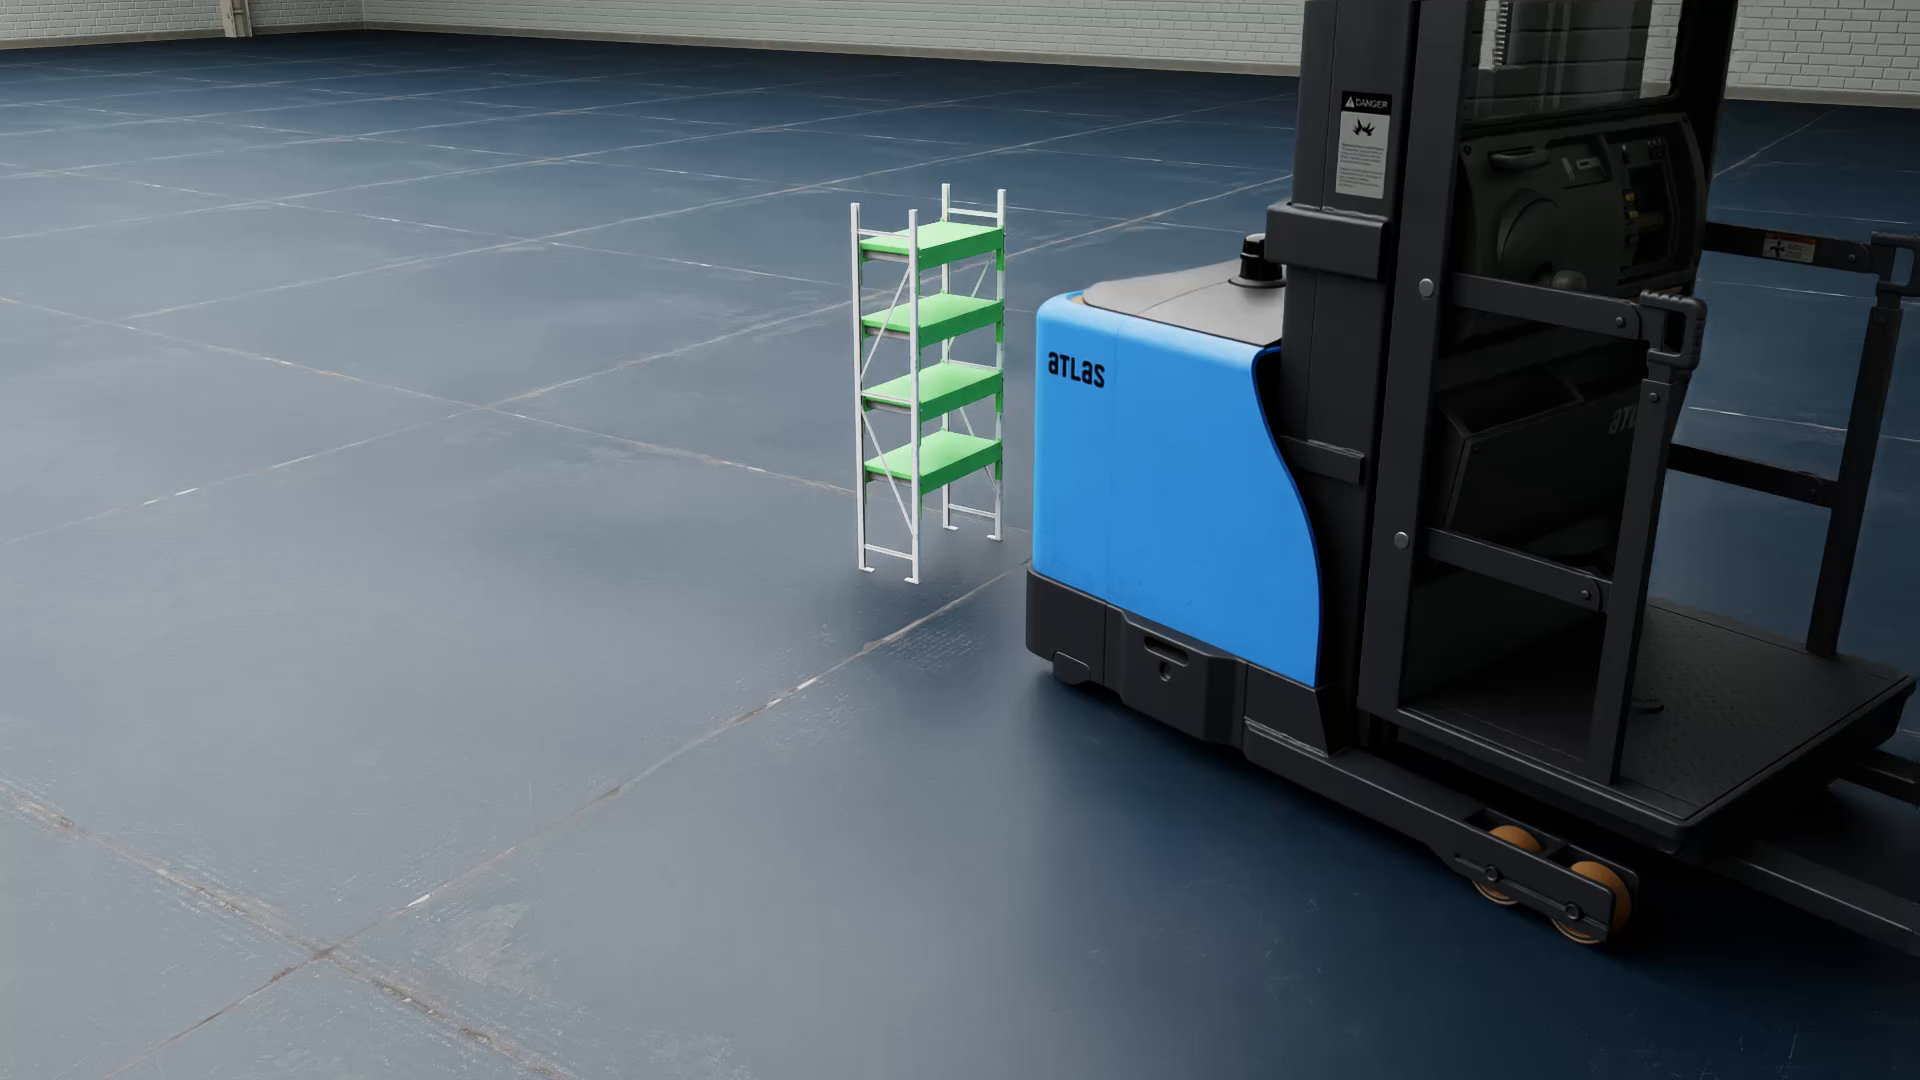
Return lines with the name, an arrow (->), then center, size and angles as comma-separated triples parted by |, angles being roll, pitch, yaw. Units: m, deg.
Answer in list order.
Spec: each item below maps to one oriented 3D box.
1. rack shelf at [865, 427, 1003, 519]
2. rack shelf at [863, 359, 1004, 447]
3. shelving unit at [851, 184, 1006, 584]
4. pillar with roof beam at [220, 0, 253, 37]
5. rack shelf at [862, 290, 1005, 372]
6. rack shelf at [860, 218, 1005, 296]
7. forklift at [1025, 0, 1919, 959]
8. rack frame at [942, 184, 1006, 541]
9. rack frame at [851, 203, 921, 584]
rack shelf -> -0.093, -0.230, 5.534 | 0.258, 0.148, 0.480 | 13, 24, 32
rack shelf -> -0.093, -0.455, 5.451 | 0.258, 0.148, 0.480 | 13, 24, 32
shelving unit -> -0.093, -0.515, 5.428 | 0.258, 1.200, 0.503 | 13, 24, 32
pillar with roof beam -> -10.234, -13.013, 27.974 | 9.100, 9.000, 0.400 | 13, 24, 32
rack shelf -> -0.093, -0.680, 5.367 | 0.258, 0.148, 0.480 | 13, 24, 32
rack shelf -> -0.093, -0.906, 5.284 | 0.258, 0.148, 0.480 | 13, 24, 32
forklift -> 1.519, -0.727, 3.507 | 1.130, 2.935, 3.031 | -16, 26, -37
rack frame -> 0.044, -0.585, 5.618 | 0.240, 1.200, 0.015 | 13, 24, 32
rack frame -> -0.230, -0.445, 5.239 | 0.240, 1.200, 0.015 | 13, 24, 32
